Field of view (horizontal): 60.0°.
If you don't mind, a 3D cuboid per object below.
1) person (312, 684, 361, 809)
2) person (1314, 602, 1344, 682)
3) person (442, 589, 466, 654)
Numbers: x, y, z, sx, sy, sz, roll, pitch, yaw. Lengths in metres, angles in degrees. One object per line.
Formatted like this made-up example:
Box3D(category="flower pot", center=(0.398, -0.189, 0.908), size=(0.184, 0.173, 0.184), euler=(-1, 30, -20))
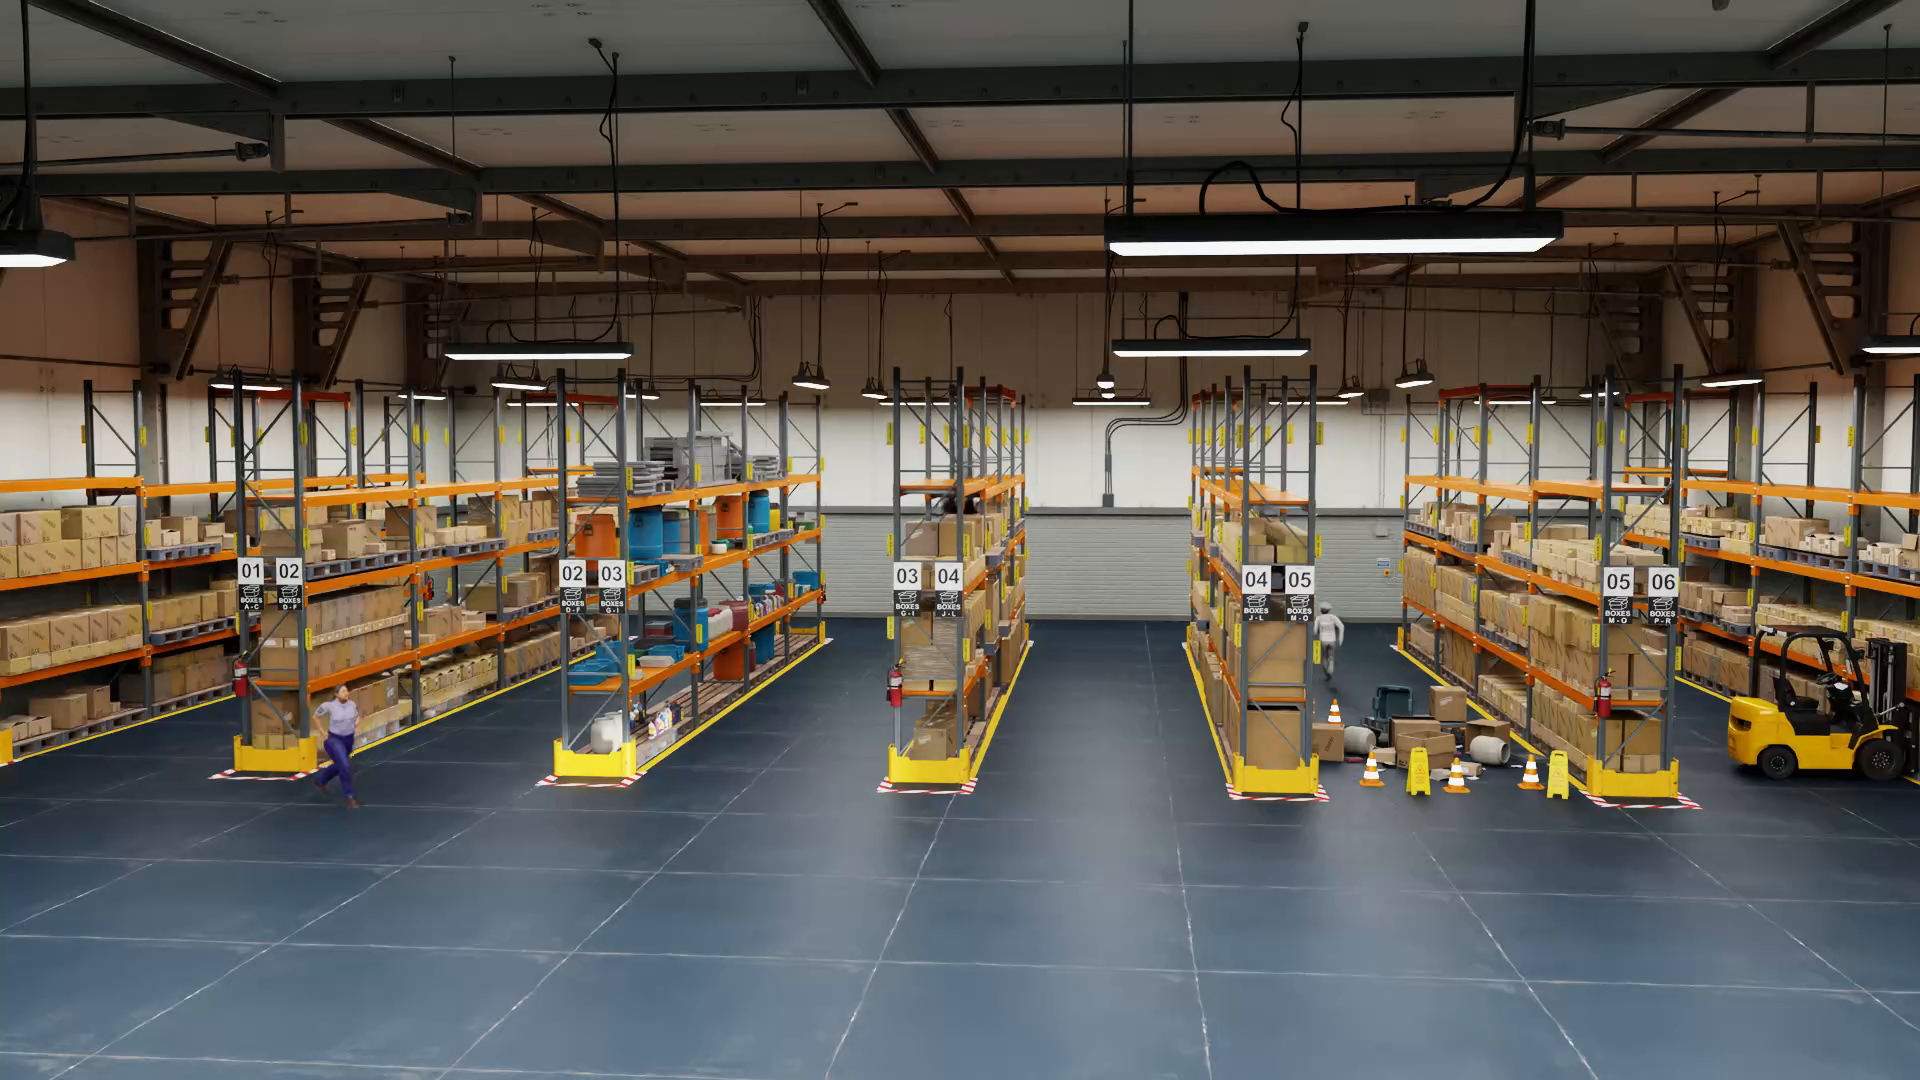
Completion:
Box3D(category="person", center=(-8.471, 2.803, 22.668), size=(0.988, 1.692, 0.573), euler=(2, 4, 27))
Box3D(category="person", center=(7.497, 2.095, 33.919), size=(0.652, 1.651, 0.652), euler=(0, 4, 4))
Box3D(category="person", center=(-10.997, 1.900, 36.131), size=(0.674, 1.738, 0.653), euler=(1, 4, 11))
